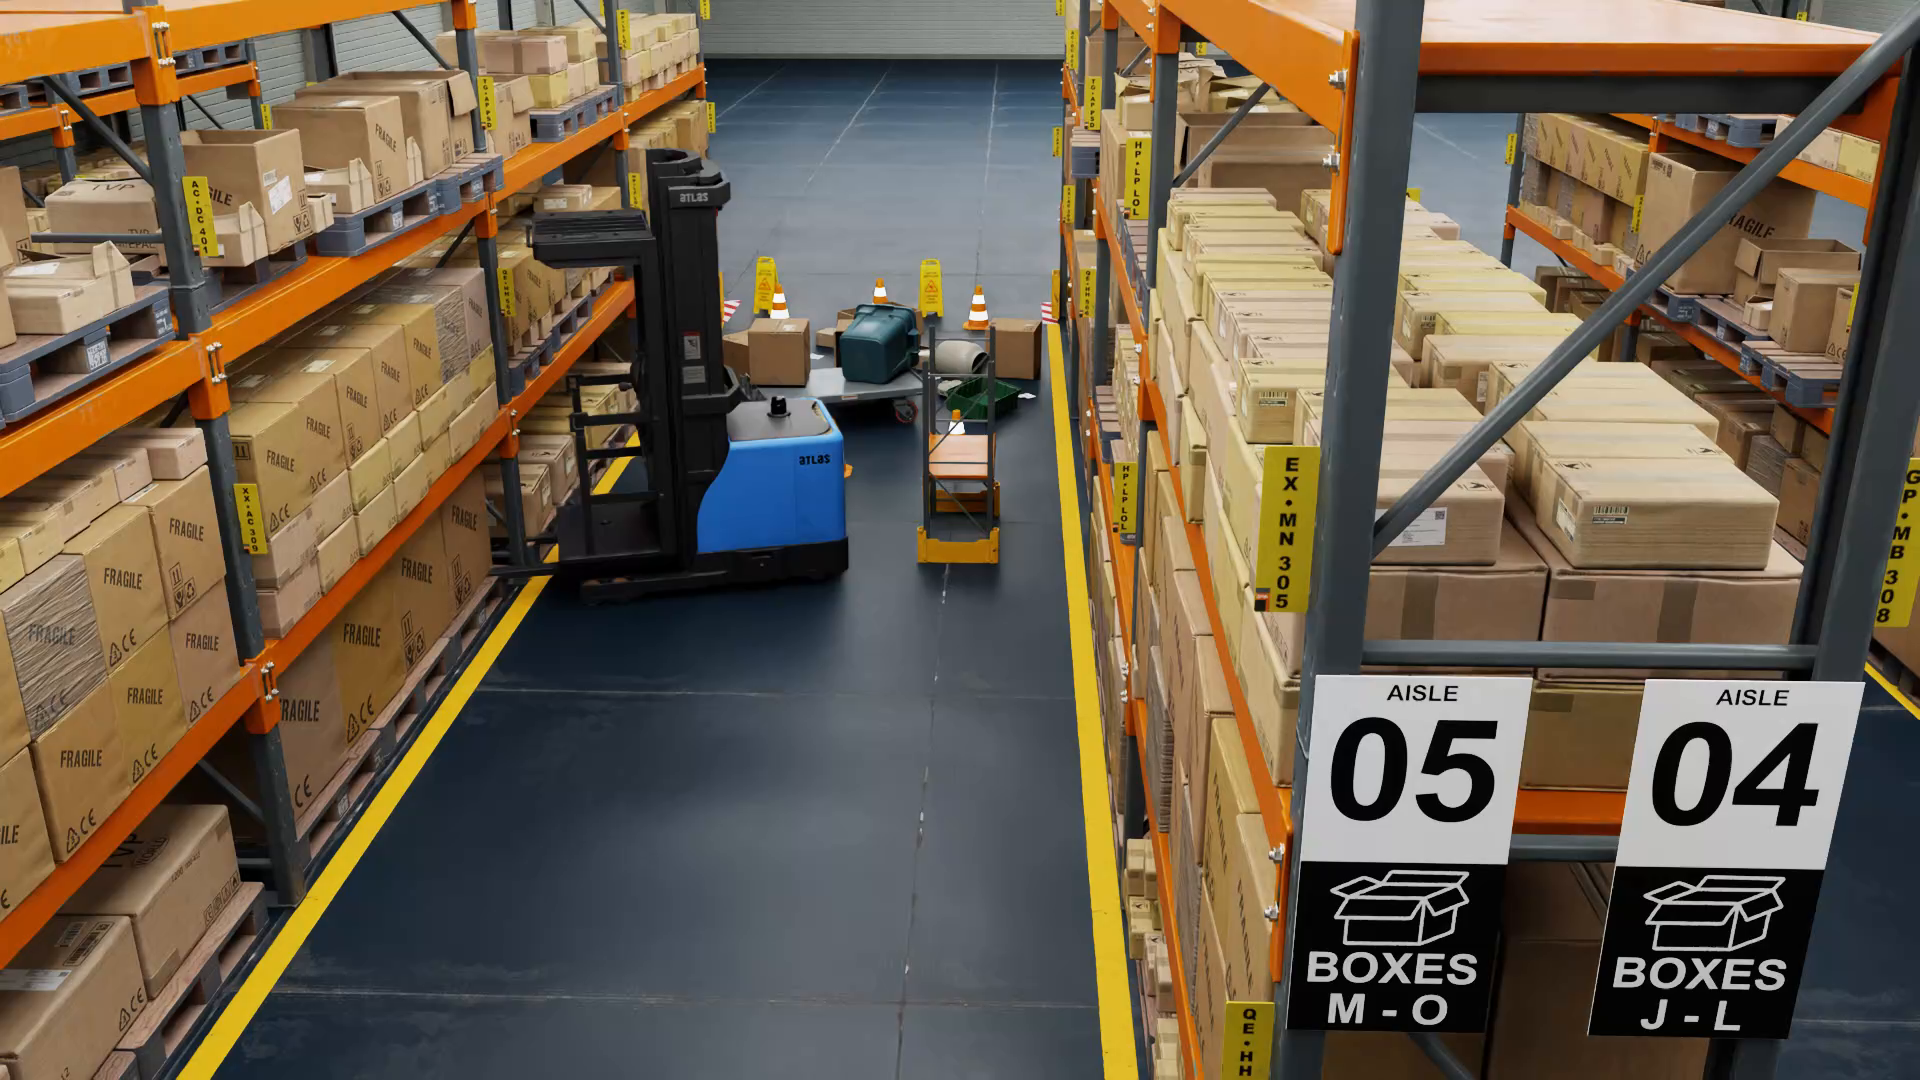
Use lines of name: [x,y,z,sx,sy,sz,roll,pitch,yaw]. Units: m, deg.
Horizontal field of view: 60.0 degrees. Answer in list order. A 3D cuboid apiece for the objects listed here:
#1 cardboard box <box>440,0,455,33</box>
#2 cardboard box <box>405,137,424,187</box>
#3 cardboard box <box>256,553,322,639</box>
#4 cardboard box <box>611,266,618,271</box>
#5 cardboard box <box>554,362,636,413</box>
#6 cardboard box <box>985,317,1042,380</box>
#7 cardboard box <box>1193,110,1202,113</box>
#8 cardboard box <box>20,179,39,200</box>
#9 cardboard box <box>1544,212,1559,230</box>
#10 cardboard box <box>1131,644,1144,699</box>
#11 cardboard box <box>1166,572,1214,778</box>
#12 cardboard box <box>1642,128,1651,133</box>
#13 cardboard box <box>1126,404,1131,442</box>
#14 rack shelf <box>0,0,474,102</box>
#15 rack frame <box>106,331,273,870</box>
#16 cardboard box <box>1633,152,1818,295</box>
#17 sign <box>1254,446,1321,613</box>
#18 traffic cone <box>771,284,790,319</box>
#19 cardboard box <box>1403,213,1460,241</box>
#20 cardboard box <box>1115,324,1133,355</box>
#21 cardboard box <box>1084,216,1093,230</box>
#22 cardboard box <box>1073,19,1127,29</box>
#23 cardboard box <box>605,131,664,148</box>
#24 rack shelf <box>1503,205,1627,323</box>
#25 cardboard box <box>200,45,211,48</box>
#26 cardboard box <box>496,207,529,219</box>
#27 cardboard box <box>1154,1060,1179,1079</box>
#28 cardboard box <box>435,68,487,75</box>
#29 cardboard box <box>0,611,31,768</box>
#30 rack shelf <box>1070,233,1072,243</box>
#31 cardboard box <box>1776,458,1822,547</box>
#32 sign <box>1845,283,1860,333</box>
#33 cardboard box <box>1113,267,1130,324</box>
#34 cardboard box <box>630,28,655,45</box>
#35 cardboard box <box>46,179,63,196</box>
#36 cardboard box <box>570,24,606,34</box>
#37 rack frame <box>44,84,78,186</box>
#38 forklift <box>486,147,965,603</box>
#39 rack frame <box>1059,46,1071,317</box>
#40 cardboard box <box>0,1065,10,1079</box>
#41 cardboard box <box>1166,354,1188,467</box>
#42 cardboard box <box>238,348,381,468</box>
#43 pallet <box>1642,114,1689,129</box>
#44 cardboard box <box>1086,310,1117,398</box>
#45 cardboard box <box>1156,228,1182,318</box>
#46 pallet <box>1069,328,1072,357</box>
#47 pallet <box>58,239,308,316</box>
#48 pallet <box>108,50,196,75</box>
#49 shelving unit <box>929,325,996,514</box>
cardboard box: [-4.952,-6.174,16.002,9.101,9.000,26.537,1,21,2]
cardboard box: [-3.245,-2.133,9.338,0.396,0.266,0.258,0,21,0]
cardboard box: [-3.398,0.257,7.928,0.500,0.250,0.500,0,21,0]
cardboard box: [-3.171,-2.439,14.435,0.380,0.149,0.250,1,21,2]
cardboard box: [-3.445,-1.330,14.863,0.950,0.372,0.625,1,21,2]
cardboard box: [0.541,-1.940,16.834,0.500,0.500,0.500,4,22,11]
cardboard box: [1.634,-2.321,10.079,0.500,0.500,0.500,1,21,2]
cardboard box: [-8.685,-3.209,15.207,0.380,0.149,0.250,1,21,2]
cardboard box: [6.298,-3.308,17.254,0.380,0.149,0.250,1,21,2]
cardboard box: [0.940,0.577,7.242,0.380,0.149,0.250,1,21,4]
cardboard box: [0.955,0.425,5.355,0.500,0.500,0.500,0,21,0]
cardboard box: [6.771,-3.613,15.763,0.500,0.500,0.500,1,21,2]
cardboard box: [1.144,-0.664,9.450,0.380,0.149,0.250,0,21,1]
rack shelf: [-3.614,-2.655,8.479,1.077,0.370,4.000,1,21,2]
rack frame: [-3.678,0.343,7.498,0.949,2.616,0.053,1,21,2]
cardboard box: [6.383,-2.646,14.081,1.134,1.210,1.638,1,21,2]
sign: [0.600,-0.017,3.056,0.100,0.325,0.005,1,21,2]
traffic cone: [-2.034,-2.643,18.702,0.336,0.463,0.334,1,21,2]
cardboard box: [1.576,-1.086,5.999,0.380,0.149,0.250,1,21,2]
cardboard box: [1.190,-1.275,10.612,0.380,0.149,0.250,1,21,2]
cardboard box: [1.518,-2.735,15.224,0.875,0.550,0.550,1,21,2]
cardboard box: [1.293,-4.605,15.180,0.500,0.250,0.500,1,21,1]
cardboard box: [-3.164,-3.542,15.579,0.700,0.500,0.500,1,21,2]
rack shelf: [6.535,-2.828,16.666,1.077,0.370,4.000,1,21,2]
cardboard box: [-8.001,-5.232,17.188,0.396,0.266,0.258,1,21,2]
cardboard box: [-3.776,-2.404,13.449,0.500,0.500,0.500,1,21,1]
cardboard box: [0.909,2.040,6.073,0.380,0.149,0.250,1,21,2]
cardboard box: [-3.858,-3.501,12.886,0.500,0.250,0.500,0,21,1]
cardboard box: [-3.466,0.553,5.437,0.500,0.500,0.500,1,21,2]
rack shelf: [1.580,-3.044,16.852,0.919,0.052,3.809,1,21,2]
cardboard box: [6.353,-0.276,11.942,0.700,0.500,0.500,0,21,-1]
sign: [5.809,-1.500,10.756,0.100,0.325,0.005,1,21,2]
cardboard box: [1.421,-1.760,11.398,0.700,0.500,0.500,1,21,1]
cardboard box: [-3.111,-4.784,15.811,0.380,0.149,0.250,0,21,1]
cardboard box: [-8.087,-3.202,15.189,0.380,0.149,0.250,1,21,3]
cardboard box: [-3.602,-4.973,16.296,0.380,0.149,0.250,1,21,3]
rack frame: [-8.393,-2.603,15.090,1.000,3.000,0.127,1,21,2]
forklift: [-1.791,-1.462,12.245,4.586,2.935,2.622,-5,22,-13]
rack frame: [1.641,-3.978,18.634,1.000,3.000,0.127,1,21,2]
cardboard box: [-3.857,2.217,5.629,0.875,0.438,0.875,1,21,3]
cardboard box: [0.956,-0.434,5.561,0.500,0.250,0.500,2,21,4]
cardboard box: [-3.369,-0.691,8.643,0.500,0.500,0.500,0,21,0]
pallet: [6.349,-3.529,13.591,1.213,0.211,1.003,1,21,2]
cardboard box: [1.143,-1.298,11.588,0.500,0.500,0.500,1,21,2]
cardboard box: [1.021,-1.029,6.404,0.500,0.250,0.500,1,21,3]
pallet: [1.655,-1.948,17.257,1.003,0.211,1.213,1,21,2]
pallet: [-3.696,-1.298,7.846,0.805,0.209,1.217,0,21,-1]
pallet: [-8.353,-4.709,16.493,1.003,0.211,1.213,1,21,2]
shelving unit: [0.004,-0.742,12.367,0.500,1.500,0.985,1,21,2]
